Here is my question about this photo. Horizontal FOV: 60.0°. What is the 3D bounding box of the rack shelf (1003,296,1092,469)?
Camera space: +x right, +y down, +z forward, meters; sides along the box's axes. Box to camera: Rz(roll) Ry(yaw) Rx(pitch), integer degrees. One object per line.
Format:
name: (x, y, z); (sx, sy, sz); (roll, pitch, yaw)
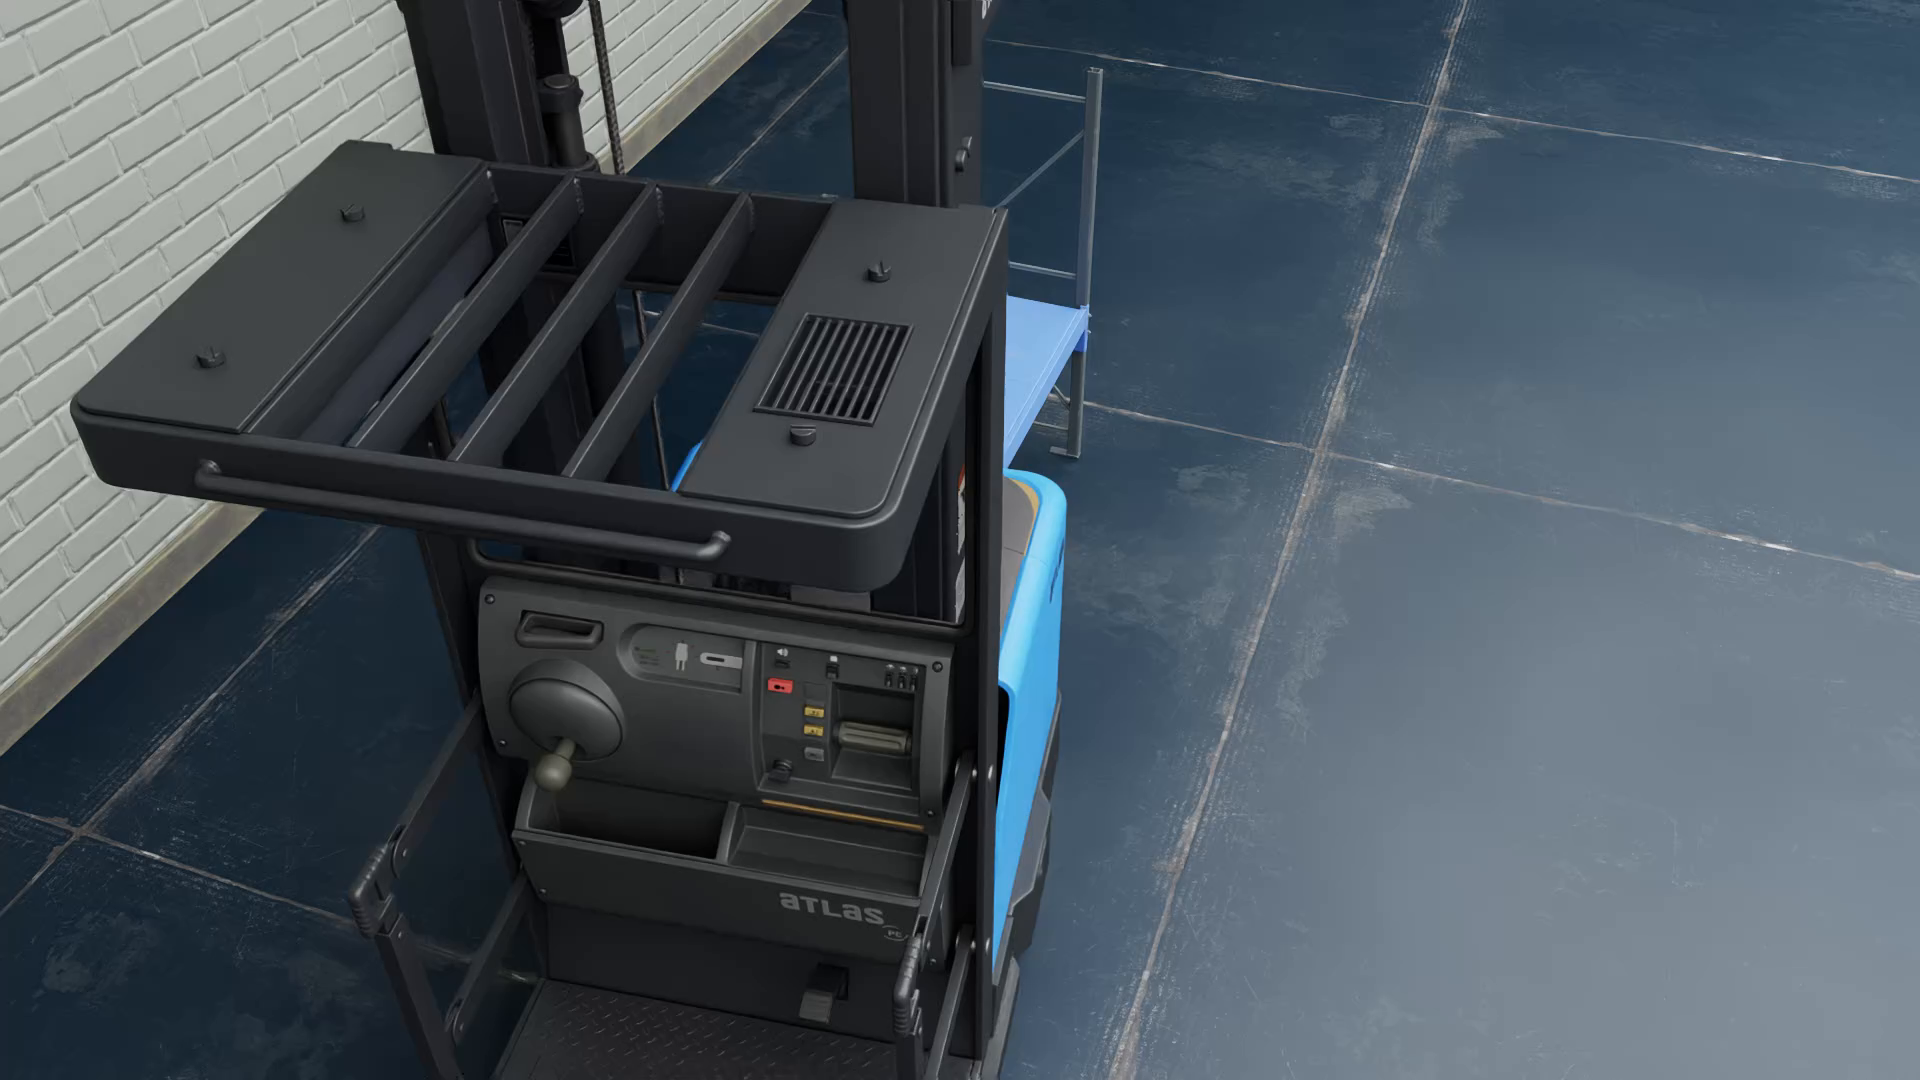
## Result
rack shelf: (0.029, -0.486, 5.441); (0.538, 0.185, 1.000); (13, 42, 15)

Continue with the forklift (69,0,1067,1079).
forklift: (-0.519, 0.404, 3.018); (1.130, 2.935, 3.031); (8, 41, 9)

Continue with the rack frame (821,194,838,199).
rack frame: (-0.145, -0.313, 4.961); (0.500, 1.500, 0.032); (13, 42, 15)

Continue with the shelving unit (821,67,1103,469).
shelving unit: (0.029, -0.623, 5.324); (0.538, 1.500, 1.048); (13, 42, 15)

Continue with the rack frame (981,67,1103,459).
rack frame: (0.203, -0.933, 5.688); (0.500, 1.500, 0.032); (13, 42, 15)
